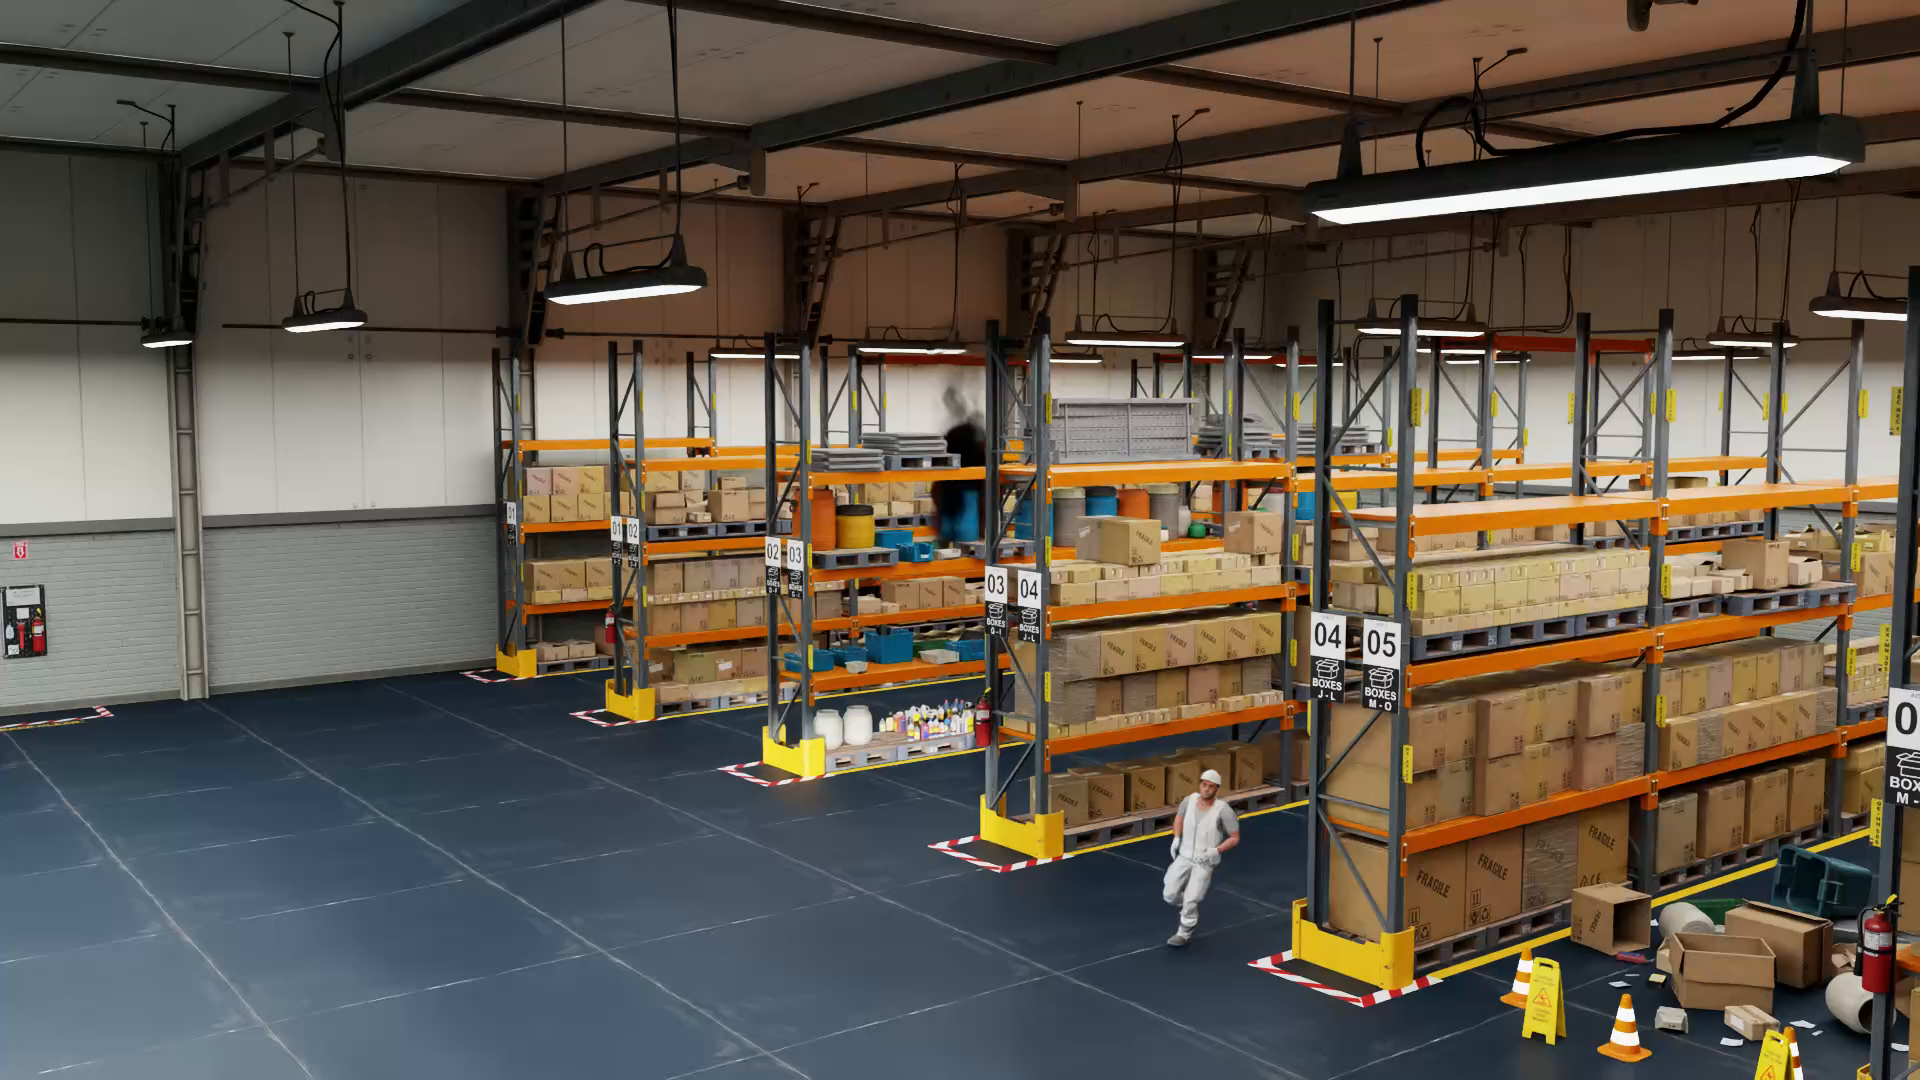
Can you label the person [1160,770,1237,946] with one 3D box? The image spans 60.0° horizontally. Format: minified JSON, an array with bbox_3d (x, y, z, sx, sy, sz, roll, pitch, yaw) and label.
[{"bbox_3d":[2.205,2.966,15.382,0.691,1.711,0.522,3,6,34],"label":"person"}]
